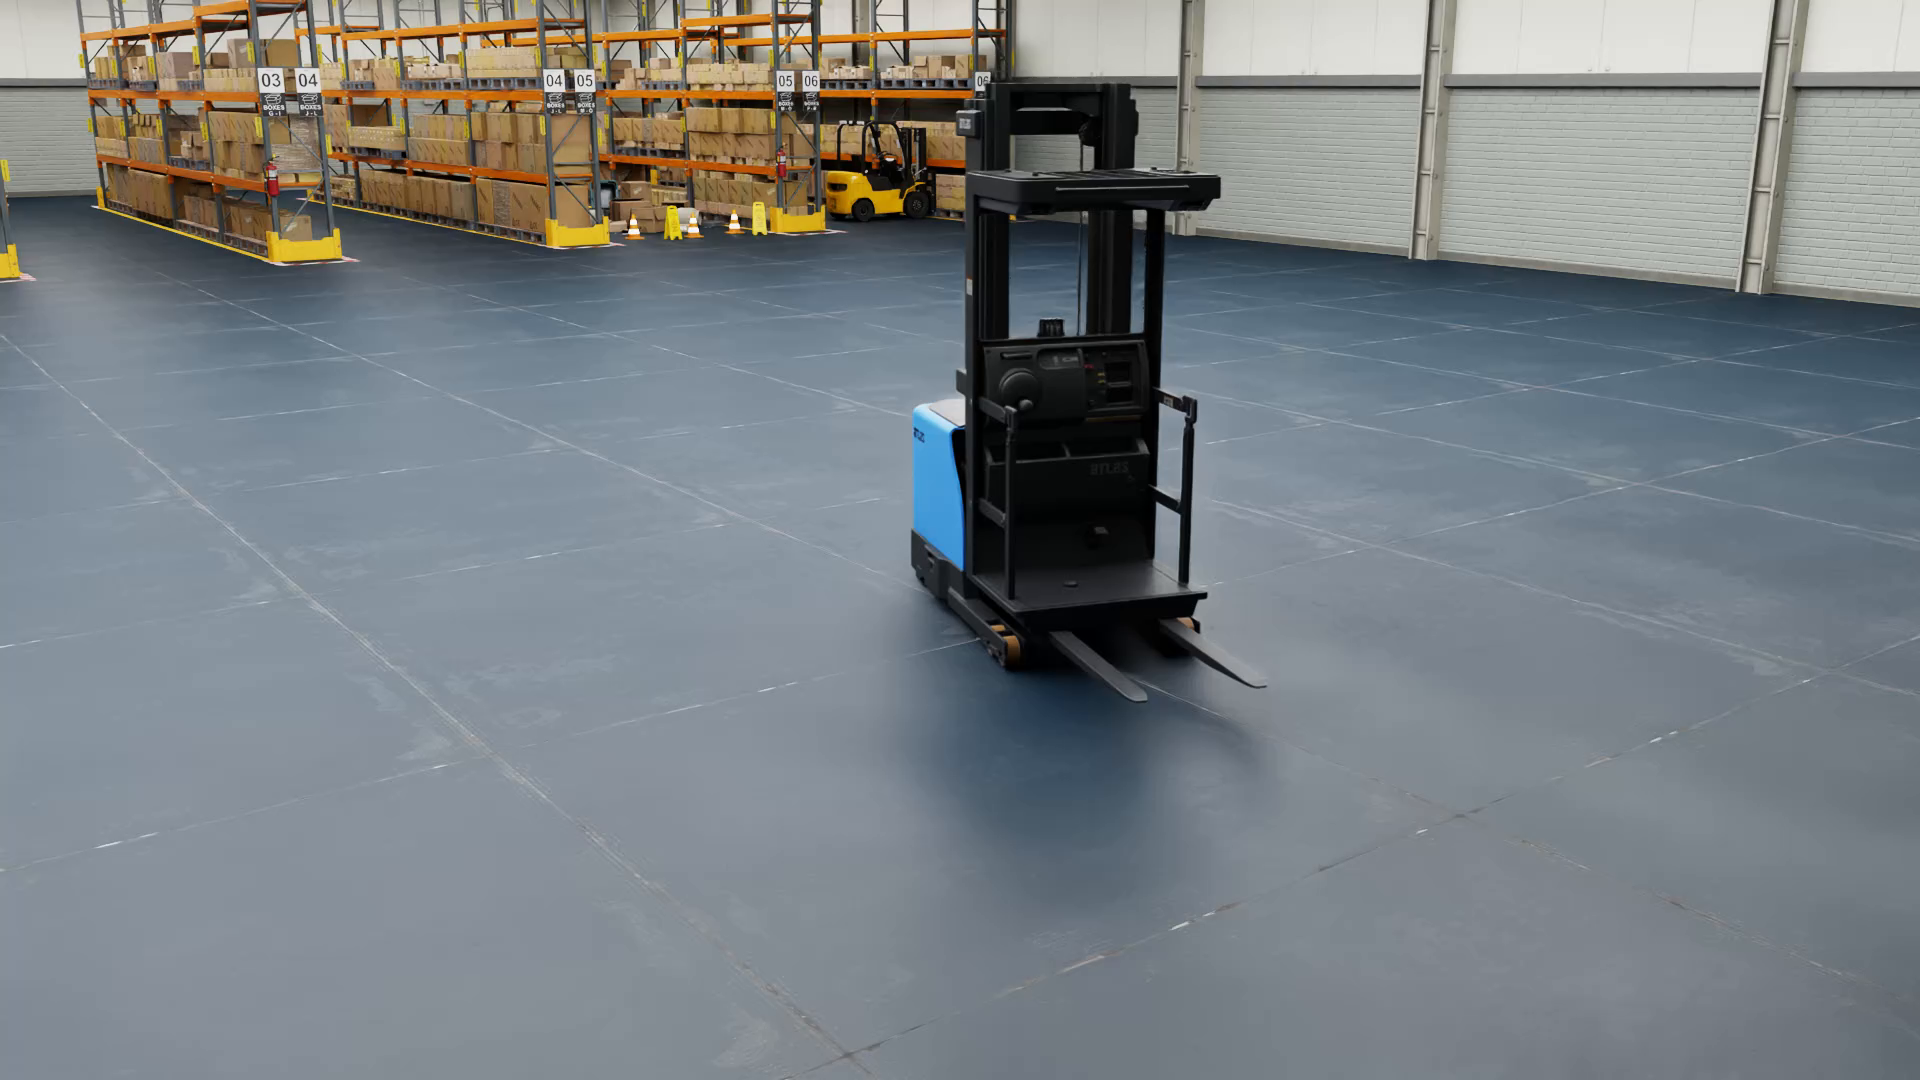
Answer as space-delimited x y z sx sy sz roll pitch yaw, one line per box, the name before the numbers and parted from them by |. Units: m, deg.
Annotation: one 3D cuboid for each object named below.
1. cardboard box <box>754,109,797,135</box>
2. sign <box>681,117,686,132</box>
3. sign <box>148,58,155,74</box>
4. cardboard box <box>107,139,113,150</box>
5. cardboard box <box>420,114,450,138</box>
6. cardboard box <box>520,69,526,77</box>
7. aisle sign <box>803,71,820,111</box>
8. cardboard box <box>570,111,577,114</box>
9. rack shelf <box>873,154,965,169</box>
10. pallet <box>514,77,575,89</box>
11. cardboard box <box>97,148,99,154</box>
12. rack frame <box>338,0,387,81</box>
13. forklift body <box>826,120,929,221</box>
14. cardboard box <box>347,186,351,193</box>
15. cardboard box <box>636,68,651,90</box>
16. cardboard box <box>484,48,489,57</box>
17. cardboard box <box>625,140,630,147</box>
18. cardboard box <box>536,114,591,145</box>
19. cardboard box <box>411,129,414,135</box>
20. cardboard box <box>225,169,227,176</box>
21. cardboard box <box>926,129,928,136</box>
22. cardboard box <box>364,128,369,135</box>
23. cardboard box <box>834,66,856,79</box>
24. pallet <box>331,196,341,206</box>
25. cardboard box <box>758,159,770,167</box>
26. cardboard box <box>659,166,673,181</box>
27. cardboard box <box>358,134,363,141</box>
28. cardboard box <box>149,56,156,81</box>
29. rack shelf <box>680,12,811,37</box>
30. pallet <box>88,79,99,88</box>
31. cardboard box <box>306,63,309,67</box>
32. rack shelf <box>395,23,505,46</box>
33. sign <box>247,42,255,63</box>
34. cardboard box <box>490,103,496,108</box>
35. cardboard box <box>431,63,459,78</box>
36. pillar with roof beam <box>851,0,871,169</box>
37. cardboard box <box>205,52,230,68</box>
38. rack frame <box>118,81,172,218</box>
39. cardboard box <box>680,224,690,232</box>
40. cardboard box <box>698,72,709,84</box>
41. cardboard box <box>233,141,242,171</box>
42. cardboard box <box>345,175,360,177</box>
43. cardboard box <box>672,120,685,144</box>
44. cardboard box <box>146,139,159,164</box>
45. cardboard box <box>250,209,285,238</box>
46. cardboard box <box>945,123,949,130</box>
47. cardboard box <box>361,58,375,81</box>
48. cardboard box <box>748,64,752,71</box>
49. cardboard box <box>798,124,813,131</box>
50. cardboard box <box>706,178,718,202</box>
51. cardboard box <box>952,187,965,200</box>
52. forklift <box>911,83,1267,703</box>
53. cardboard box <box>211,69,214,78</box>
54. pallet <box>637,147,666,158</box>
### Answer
cardboard box | -3.791 -8.601 34.172 0.700 0.500 0.500 -11 19 -36
sign | -6.113 -9.177 36.732 0.100 0.325 0.005 -11 19 -35
sign | -16.488 -9.672 33.920 0.100 0.325 0.005 -11 19 -35
cardboard box | -19.760 -9.328 39.197 0.500 0.250 0.500 -11 19 -36
cardboard box | -11.408 -9.095 36.542 0.700 0.500 0.500 -11 19 -35
cardboard box | -8.028 -8.765 31.228 0.380 0.149 0.250 -11 19 -34
aisle sign | -3.027 -9.140 33.866 0.394 0.787 0.004 -11 19 -35
cardboard box | -9.420 -10.485 41.618 0.500 0.500 0.500 -11 19 -35
rack shelf | -0.477 -8.703 38.555 1.077 0.370 4.000 -11 19 -35
pallet | -7.704 -8.623 31.384 1.003 0.211 1.213 -11 19 -35
cardboard box | -20.796 -9.482 40.513 0.380 0.149 0.250 -11 19 -34
rack frame | -14.315 -12.518 39.766 1.000 3.000 0.127 -11 19 -35
forklift body | -1.892 -8.335 37.456 2.313 2.155 1.214 -11 19 -35
cardboard box | -14.926 -8.669 41.109 0.380 0.149 0.250 -12 19 -37
cardboard box | -7.098 -10.735 38.739 0.797 0.503 0.637 -11 19 -35
cardboard box | -9.071 -9.529 32.508 0.380 0.149 0.250 -11 19 -34
cardboard box | -7.715 -9.412 39.462 0.380 0.149 0.250 -12 20 -38
cardboard box | -7.446 -7.740 31.344 0.875 0.550 0.550 -11 19 -35
cardboard box | -12.379 -9.377 38.208 0.380 0.149 0.250 -11 19 -35
cardboard box | -13.339 -6.797 30.705 0.380 0.149 0.250 -11 19 -35
cardboard box | -0.580 -9.352 38.145 0.380 0.149 0.250 -11 19 -35
cardboard box | -13.694 -9.561 38.880 0.380 0.149 0.250 -10 18 -32
cardboard box | -2.727 -11.412 40.592 0.500 0.311 0.500 -12 19 -36
pallet | -15.460 -8.678 42.382 1.003 0.211 1.213 -11 19 -35
cardboard box | -3.946 -7.814 34.420 0.380 0.149 0.250 -11 19 -35
cardboard box | -8.426 -10.893 49.125 0.797 0.503 0.637 -12 19 -37
cardboard box | -13.996 -9.528 39.323 0.380 0.149 0.250 -12 19 -37
cardboard box | -16.451 -9.840 34.673 0.797 0.503 0.637 -10 18 -31
rack shelf | -4.490 -10.824 34.945 1.077 0.370 4.000 -11 19 -35
pallet | -20.293 -10.977 39.987 1.003 0.211 1.213 -11 19 -35
cardboard box | -16.424 -12.055 42.339 0.380 0.149 0.250 -11 19 -35
rack shelf | -10.787 -10.697 35.232 1.077 0.370 4.000 -11 19 -35
sign | -11.791 -8.105 27.649 0.100 0.325 0.005 -11 19 -35
cardboard box | -12.737 -11.993 45.900 0.380 0.149 0.250 -10 18 -33
cardboard box | -10.819 -9.911 35.106 0.500 0.311 0.500 -12 19 -37
pillar with roof beam | -5.992 -12.418 39.401 9.100 9.000 0.400 -11 19 -35
cardboard box | -13.879 -8.982 31.540 0.797 0.503 0.637 -12 19 -37
rack frame | -18.386 -8.876 37.823 1.000 3.000 0.127 -11 19 -35
cardboard box | -5.719 -6.443 34.334 0.380 0.149 0.250 -2 15 -6
cardboard box | -5.318 -9.979 35.891 0.500 0.250 0.500 -11 19 -35
cardboard box | -12.566 -6.937 29.987 0.875 0.500 0.500 -11 19 -35
cardboard box | -15.693 -9.356 43.055 0.380 0.149 0.250 -12 19 -37
cardboard box | -6.124 -9.163 37.324 0.500 0.500 0.500 -11 19 -36
cardboard box | -17.121 -8.355 35.730 0.500 0.500 0.500 -12 19 -36
cardboard box | -12.708 -5.831 30.639 0.500 0.500 0.500 -13 20 -39
cardboard box | -0.115 -9.335 37.521 0.380 0.149 0.250 -11 19 -34
cardboard box | -13.513 -10.973 38.813 0.797 0.503 0.637 -11 19 -35
cardboard box | -4.145 -9.763 34.349 0.380 0.149 0.250 -11 19 -34
cardboard box | -3.898 -10.522 42.419 0.380 0.149 0.250 -10 18 -33
cardboard box | -5.213 -7.663 36.386 0.500 0.500 0.500 -10 18 -32
cardboard box | 0.159 -7.796 37.343 0.500 0.250 0.500 -11 19 -35
forklift | 0.643 -0.871 8.705 1.130 2.935 3.031 -5 16 -18
cardboard box | -13.529 -8.571 30.556 0.380 0.149 0.250 -12 19 -37
pallet | -6.821 -9.051 38.827 1.003 0.211 1.213 -11 19 -35
